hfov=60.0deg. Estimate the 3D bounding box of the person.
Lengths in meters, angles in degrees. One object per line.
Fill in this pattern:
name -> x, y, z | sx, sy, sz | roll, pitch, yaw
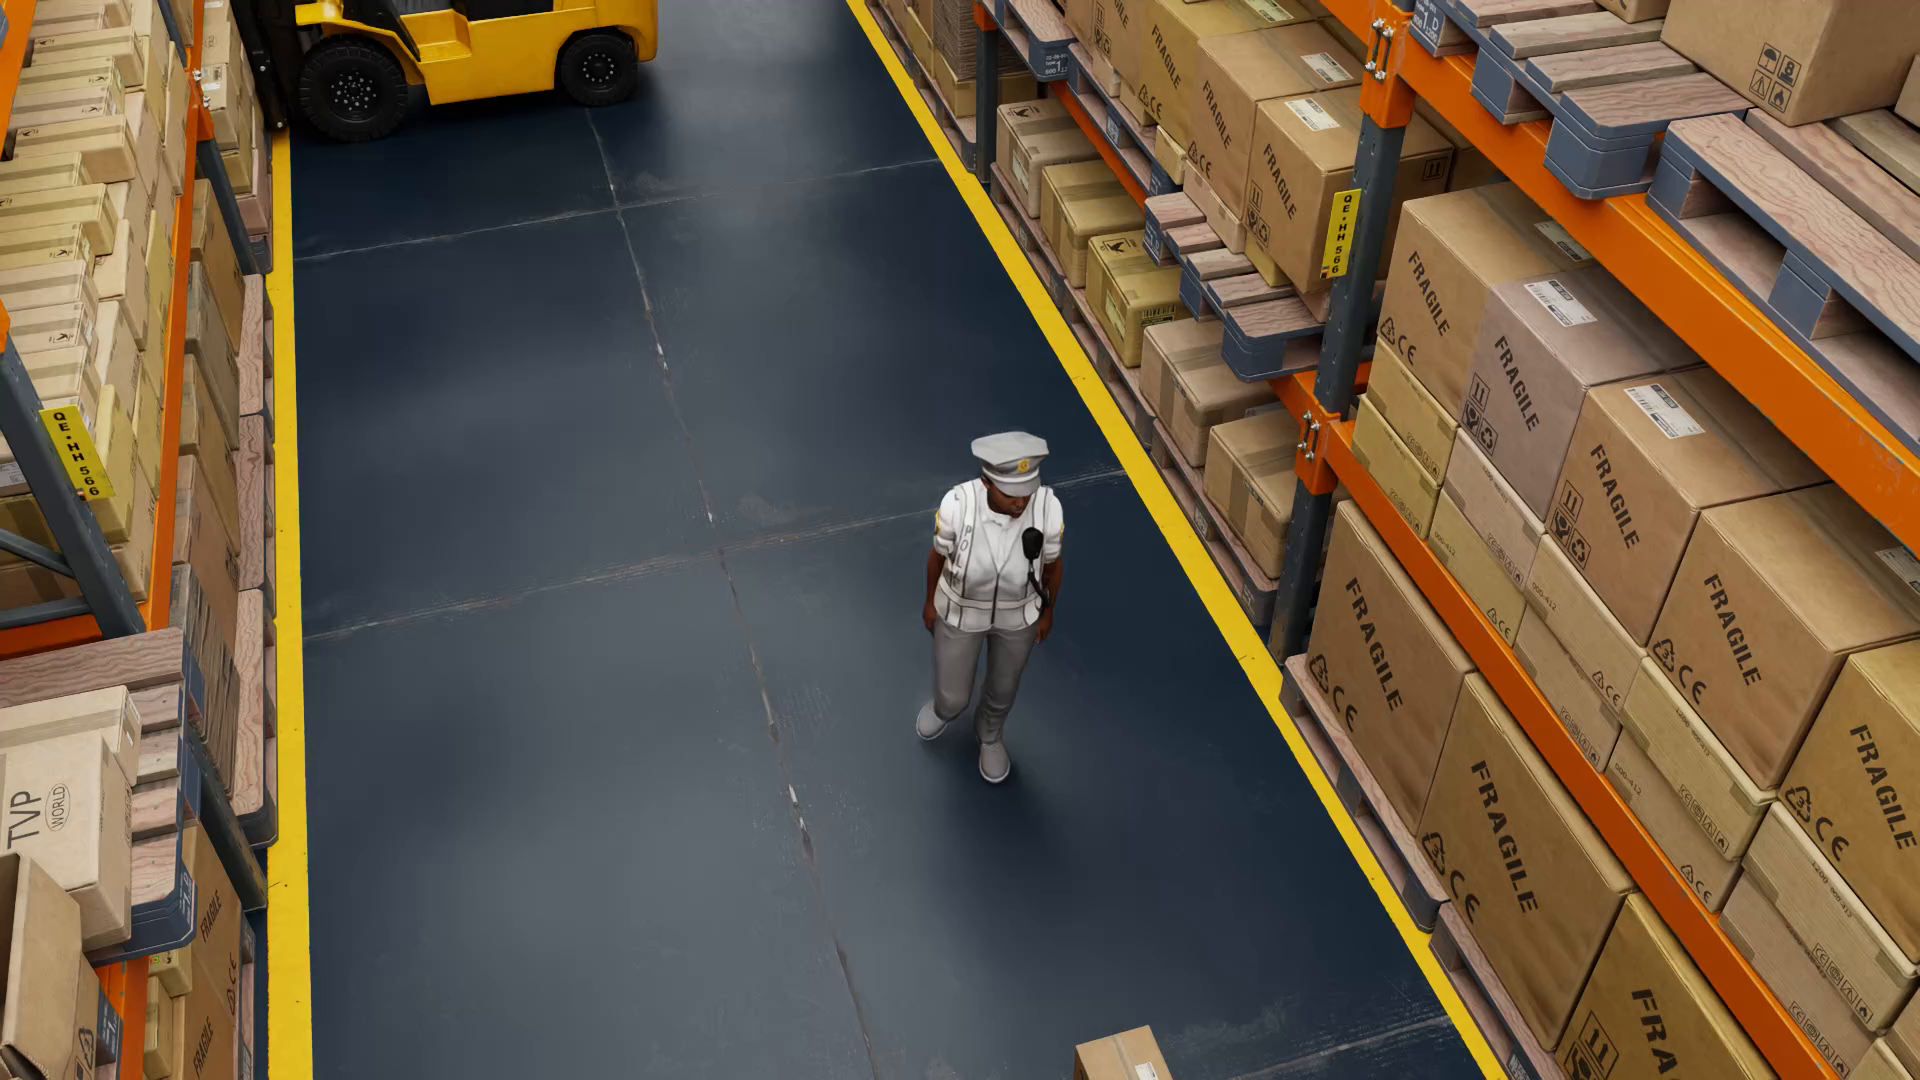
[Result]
person -> 0.094, 0.224, 5.895 | 0.516, 1.669, 0.493 | -3, 43, -4
